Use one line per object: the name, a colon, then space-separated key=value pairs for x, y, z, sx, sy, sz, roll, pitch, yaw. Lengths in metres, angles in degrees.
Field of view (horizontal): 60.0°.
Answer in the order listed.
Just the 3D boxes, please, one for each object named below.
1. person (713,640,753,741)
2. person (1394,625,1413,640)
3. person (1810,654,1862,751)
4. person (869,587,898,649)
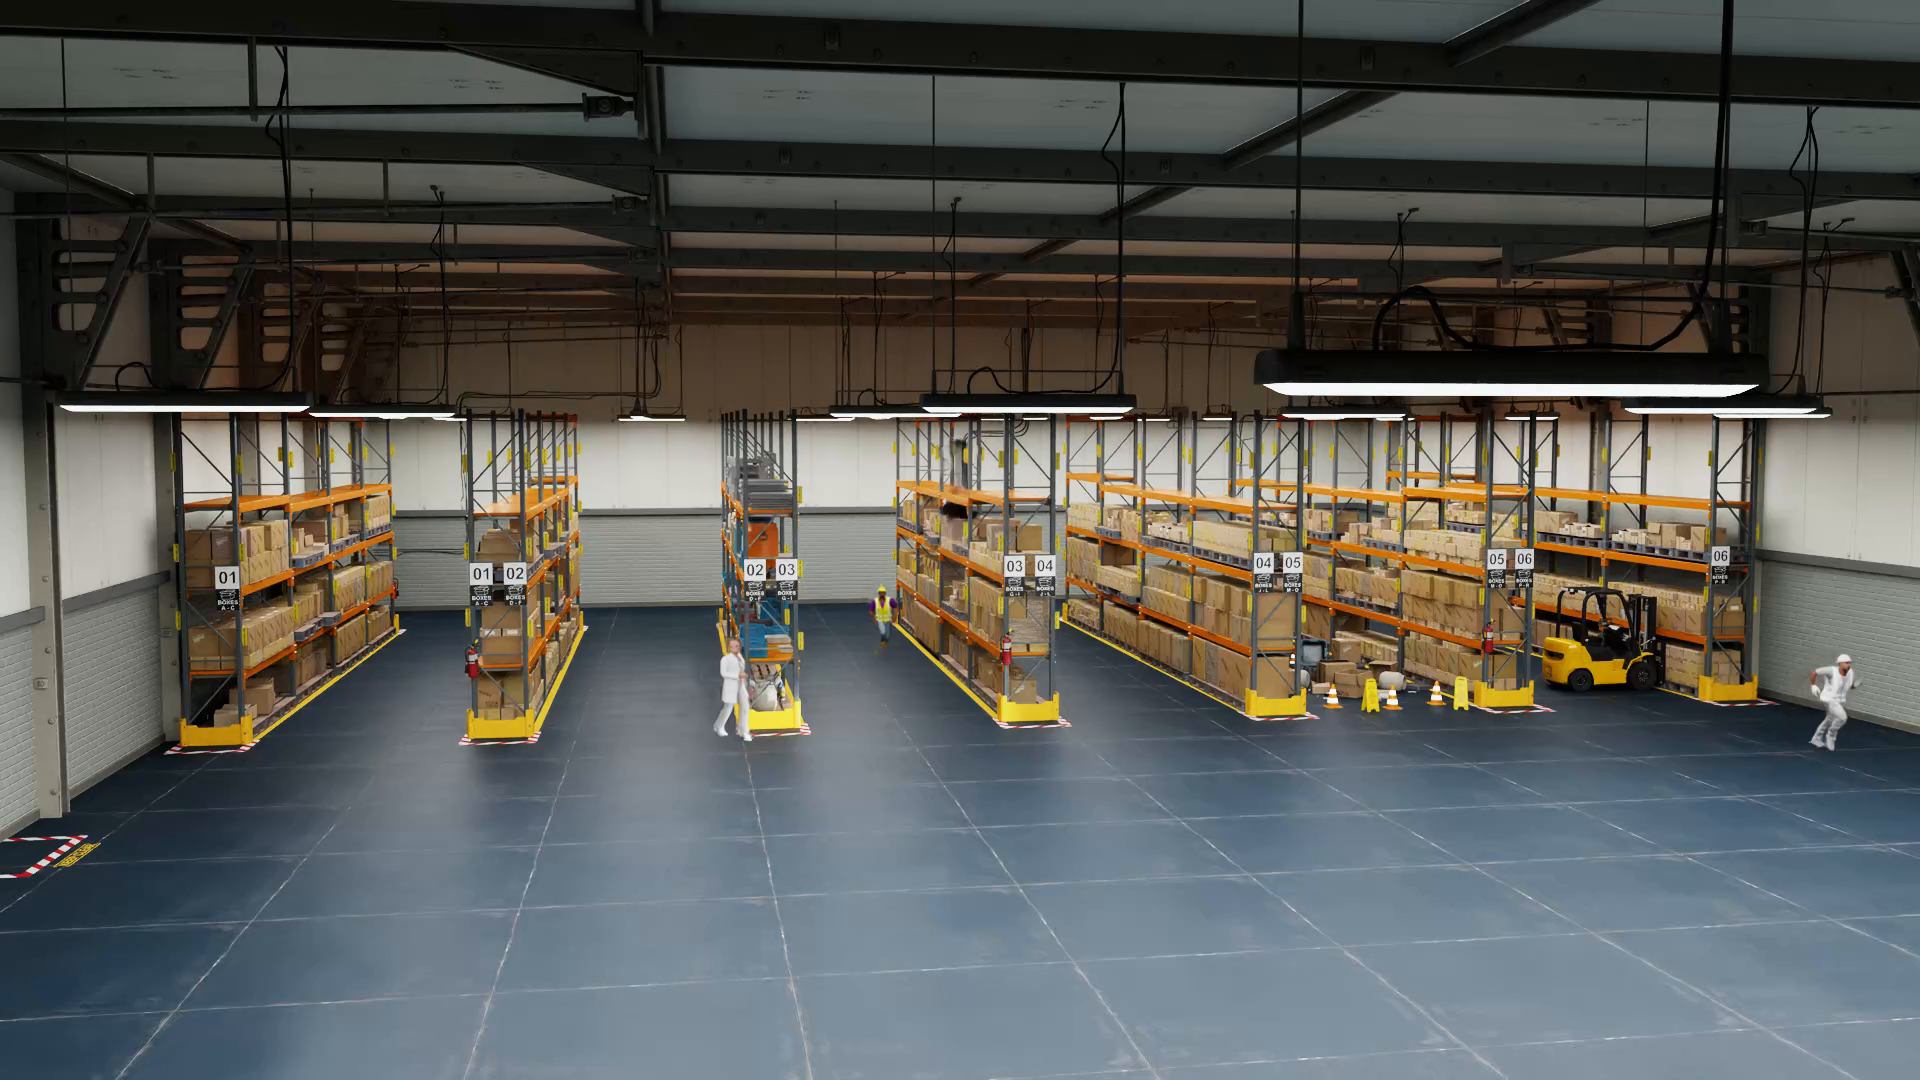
person: x=-4.121 y=2.738 z=30.201 sx=0.850 sy=1.859 sz=0.733 roll=3 pitch=5 yaw=36
person: x=11.185 y=1.923 z=41.754 sx=0.719 sy=1.792 sz=0.950 roll=0 pitch=4 yaw=-6
person: x=15.253 y=2.819 z=29.005 sx=0.666 sy=1.704 sz=0.910 roll=-2 pitch=4 yaw=-22
person: x=-1.892 y=1.932 z=41.042 sx=0.714 sy=1.579 sz=0.653 roll=0 pitch=4 yaw=-3
